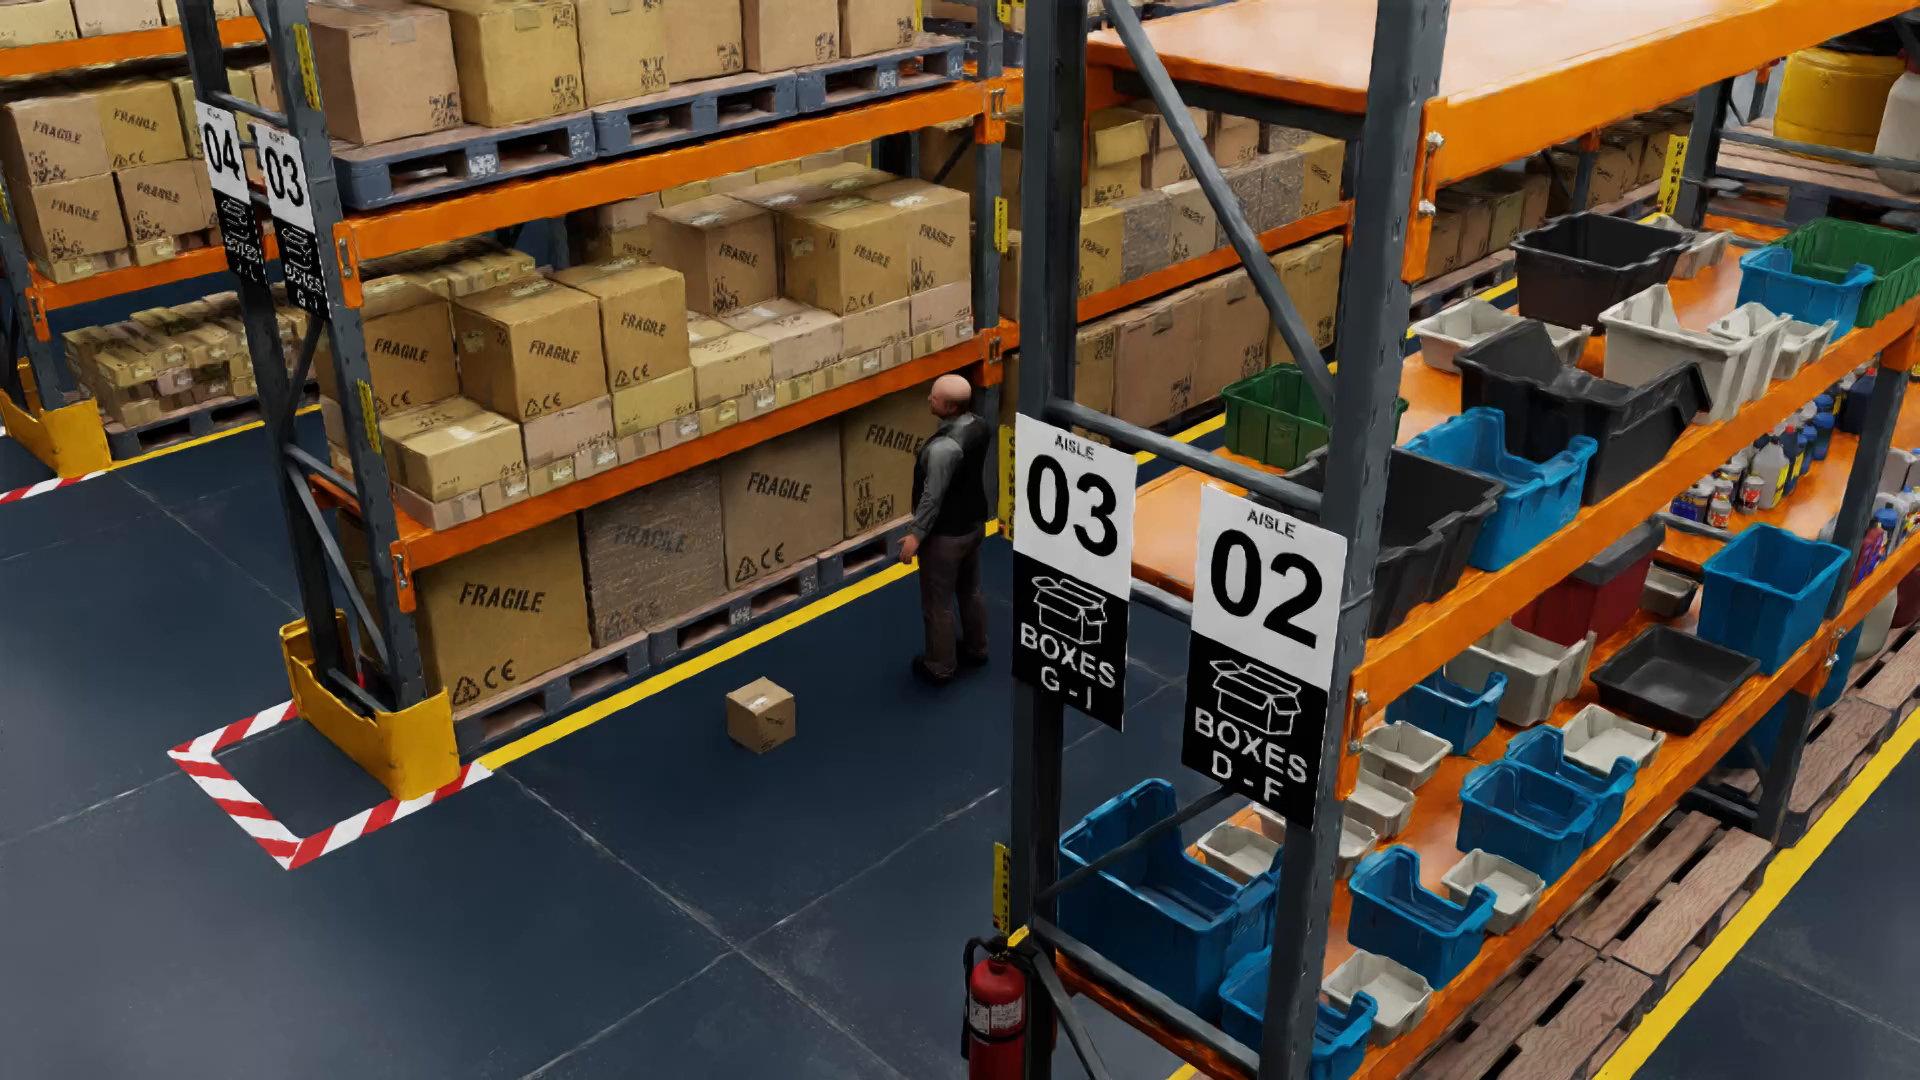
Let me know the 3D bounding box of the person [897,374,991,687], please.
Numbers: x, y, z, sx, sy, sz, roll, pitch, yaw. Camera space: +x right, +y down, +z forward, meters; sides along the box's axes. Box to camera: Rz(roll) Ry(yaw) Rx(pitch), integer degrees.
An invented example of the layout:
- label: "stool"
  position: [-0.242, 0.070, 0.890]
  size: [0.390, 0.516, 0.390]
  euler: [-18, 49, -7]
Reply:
- label: "person"
  position: [-0.062, -0.055, 8.706]
  size: [0.393, 1.729, 0.600]
  euler: [13, 30, 23]
